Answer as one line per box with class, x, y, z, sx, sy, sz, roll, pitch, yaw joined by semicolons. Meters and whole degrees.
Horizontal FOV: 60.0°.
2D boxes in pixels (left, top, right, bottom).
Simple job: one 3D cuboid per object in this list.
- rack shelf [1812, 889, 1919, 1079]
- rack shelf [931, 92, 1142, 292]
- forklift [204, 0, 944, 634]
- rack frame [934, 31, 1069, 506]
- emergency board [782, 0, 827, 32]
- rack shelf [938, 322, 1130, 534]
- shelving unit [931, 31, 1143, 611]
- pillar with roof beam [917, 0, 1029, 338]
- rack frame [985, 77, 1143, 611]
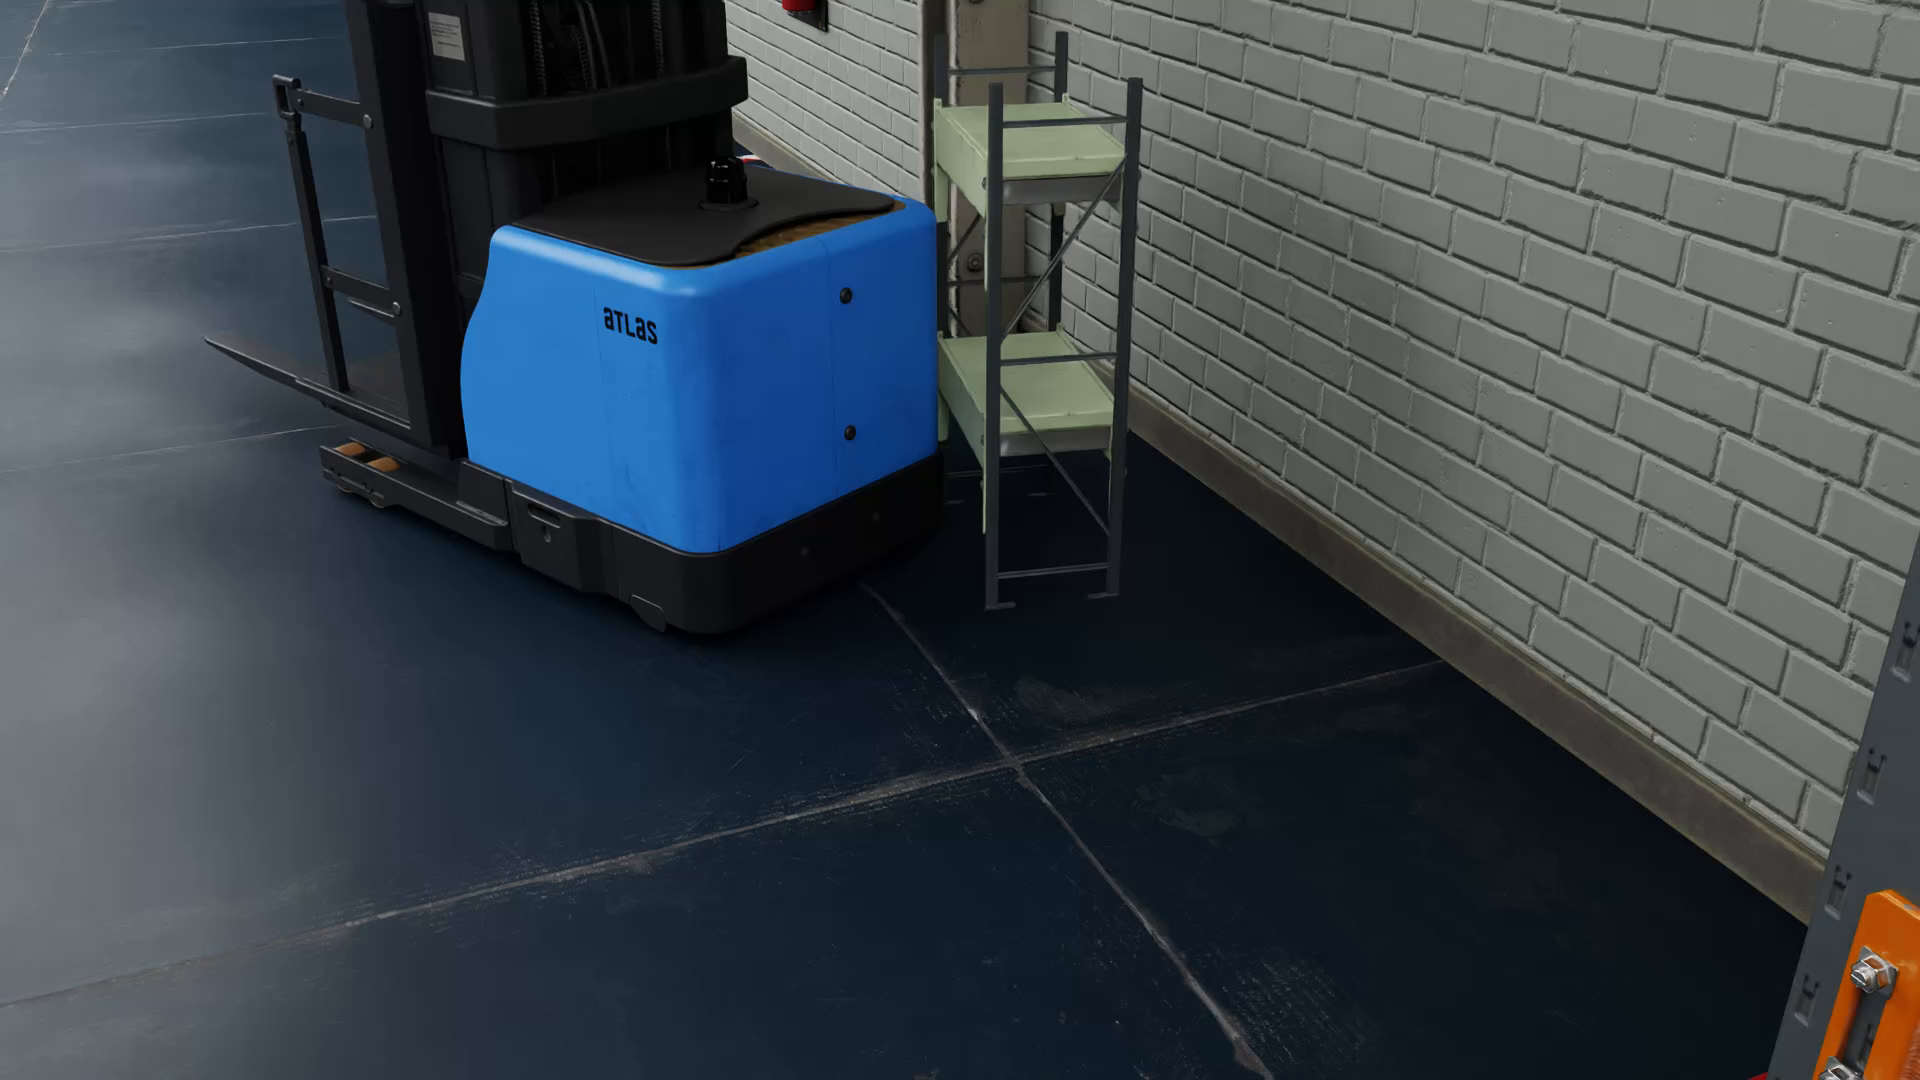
rack shelf;2.112;1.210;0.173;1.077;0.370;4.000;-11;28;-21
rack shelf;0.196;-1.000;4.698;0.431;0.370;0.720;-5;26;-10
forklift;-1.505;-1.578;5.141;3.031;2.935;1.130;20;32;35
rack frame;0.122;-0.806;5.192;0.400;1.500;0.023;-5;26;-10
emergency board;-0.884;-3.213;8.412;0.194;1.169;0.643;-11;28;-21
rack shelf;0.196;-0.356;5.013;0.431;0.370;0.720;-5;26;-10
shelving unit;0.196;-0.649;4.870;0.431;1.500;0.755;-5;26;-10
pillar with roof beam;-3.912;-4.165;3.524;9.100;9.000;0.400;-11;28;-21
rack frame;0.270;-0.492;4.547;0.400;1.500;0.023;-5;26;-10
